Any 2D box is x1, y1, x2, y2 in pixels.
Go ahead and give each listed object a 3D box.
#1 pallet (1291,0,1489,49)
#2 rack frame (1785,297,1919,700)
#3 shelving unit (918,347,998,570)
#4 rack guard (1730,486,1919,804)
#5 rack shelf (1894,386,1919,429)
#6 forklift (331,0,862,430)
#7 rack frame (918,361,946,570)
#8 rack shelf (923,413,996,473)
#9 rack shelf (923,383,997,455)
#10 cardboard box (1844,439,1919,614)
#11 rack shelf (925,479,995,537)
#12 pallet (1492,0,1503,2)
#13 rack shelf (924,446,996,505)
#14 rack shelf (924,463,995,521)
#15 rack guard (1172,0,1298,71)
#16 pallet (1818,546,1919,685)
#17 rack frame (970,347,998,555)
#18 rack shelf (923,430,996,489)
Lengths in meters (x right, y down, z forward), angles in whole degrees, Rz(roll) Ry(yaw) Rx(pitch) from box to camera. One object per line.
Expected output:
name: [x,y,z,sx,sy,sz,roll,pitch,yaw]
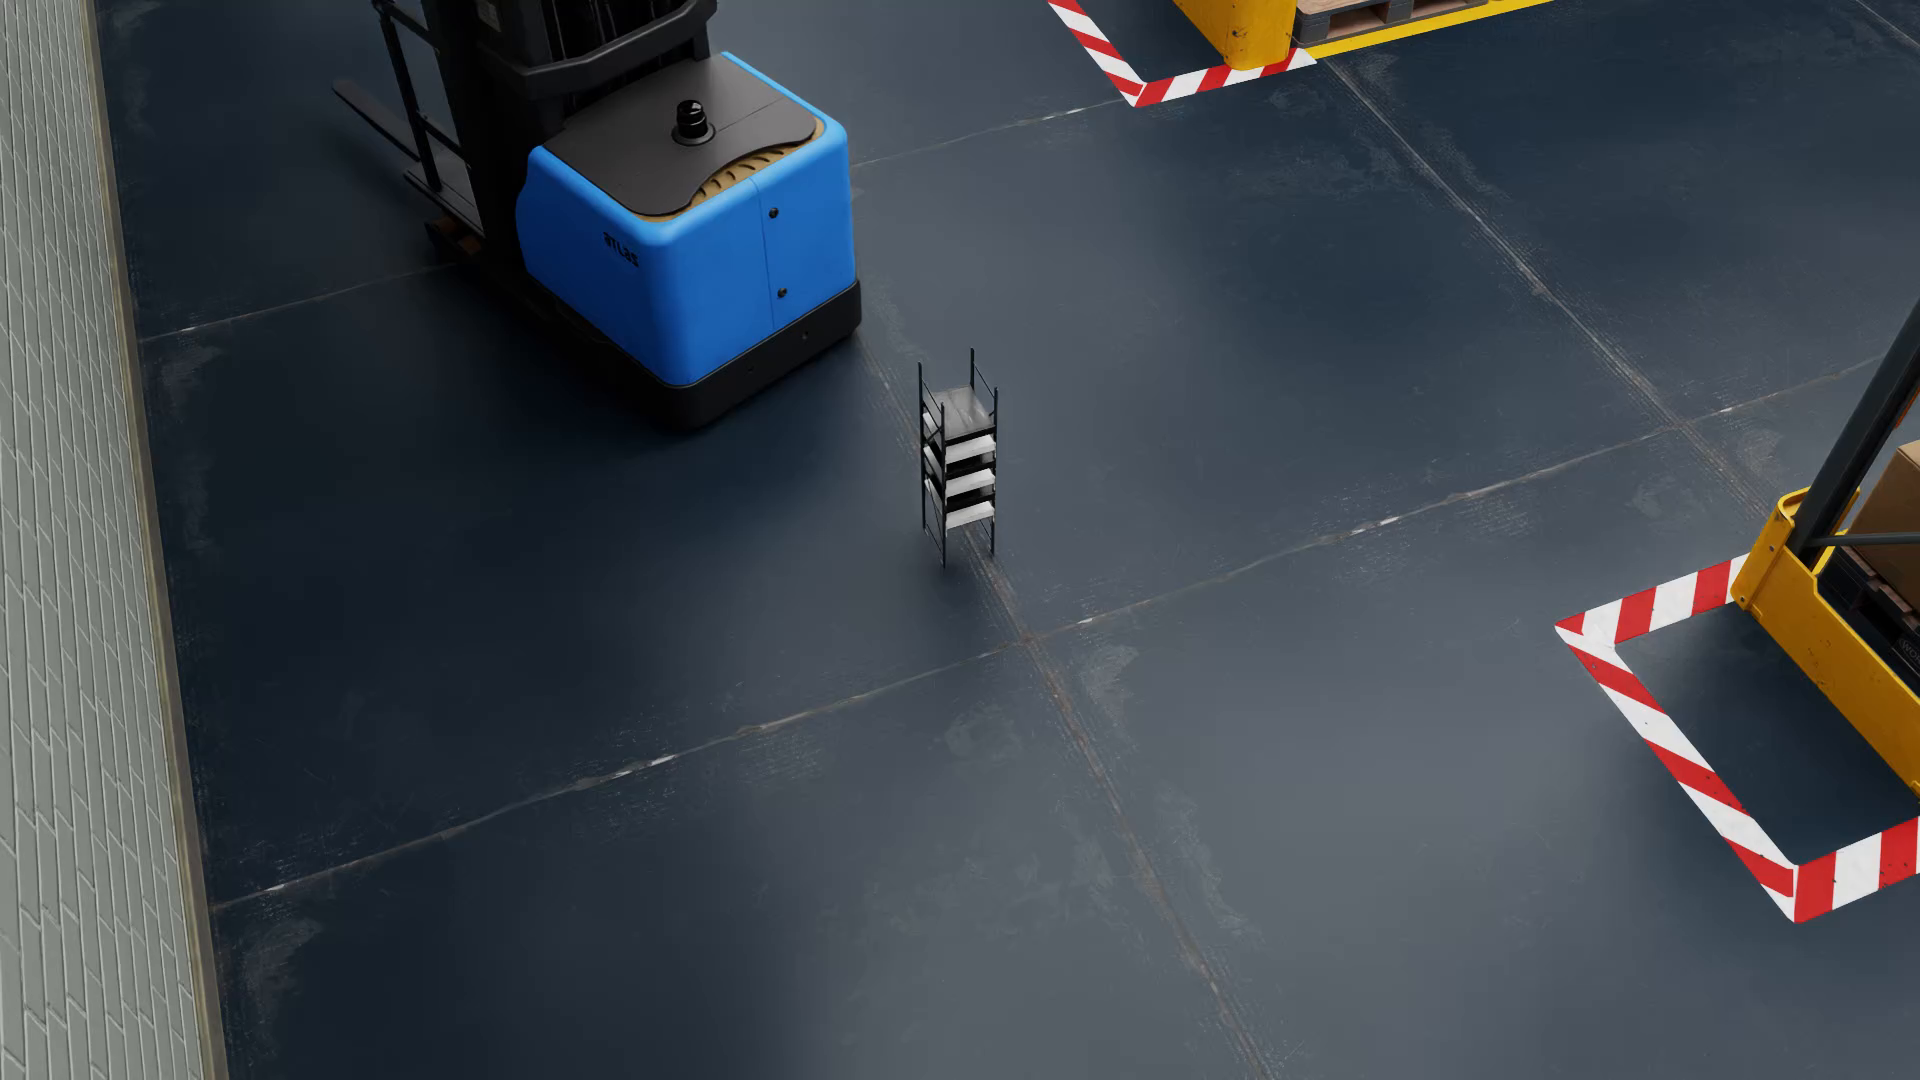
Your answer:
pallet: [2.169,-3.192,9.193,1.213,0.211,1.003,-17,52,-14]
rack frame: [3.261,-0.411,4.966,0.127,3.000,1.000,-17,52,-14]
shelving unit: [-0.008,-0.291,6.247,0.210,0.900,0.258,-17,52,-14]
rack guard: [3.331,0.382,5.933,0.348,0.500,1.175,-17,52,-14]
rack shelf: [5.112,-0.750,5.732,4.000,0.370,1.077,-17,52,-14]
forklift: [-1.822,-2.429,6.745,1.130,2.935,3.031,-37,58,-27]
rack frame: [-0.102,-0.262,6.222,0.006,0.900,0.240,-17,52,-14]
rack shelf: [-0.008,-0.386,6.136,0.200,0.077,0.258,-17,52,-14]
rack shelf: [-0.008,-0.445,6.068,0.200,0.077,0.258,-17,52,-14]
cardboard box: [3.671,-0.069,6.030,0.500,0.500,0.500,-17,52,-14]
rack shelf: [-0.008,-0.152,6.409,0.200,0.077,0.258,-17,52,-14]
pallet: [3.297,-3.539,9.491,1.213,0.211,1.003,-17,52,-14]
rack shelf: [-0.008,-0.269,6.273,0.200,0.077,0.258,-17,52,-14]
rack shelf: [-0.008,-0.211,6.341,0.200,0.077,0.258,-17,52,-14]
rack guard: [1.374,-3.061,8.890,0.348,0.500,1.175,-17,52,-14]
pallet: [4.069,0.246,6.240,1.213,0.211,1.003,-17,52,-14]
rack frame: [0.087,-0.320,6.272,0.006,0.900,0.240,-17,52,-14]
rack shelf: [-0.008,-0.328,6.204,0.200,0.077,0.258,-17,52,-14]
